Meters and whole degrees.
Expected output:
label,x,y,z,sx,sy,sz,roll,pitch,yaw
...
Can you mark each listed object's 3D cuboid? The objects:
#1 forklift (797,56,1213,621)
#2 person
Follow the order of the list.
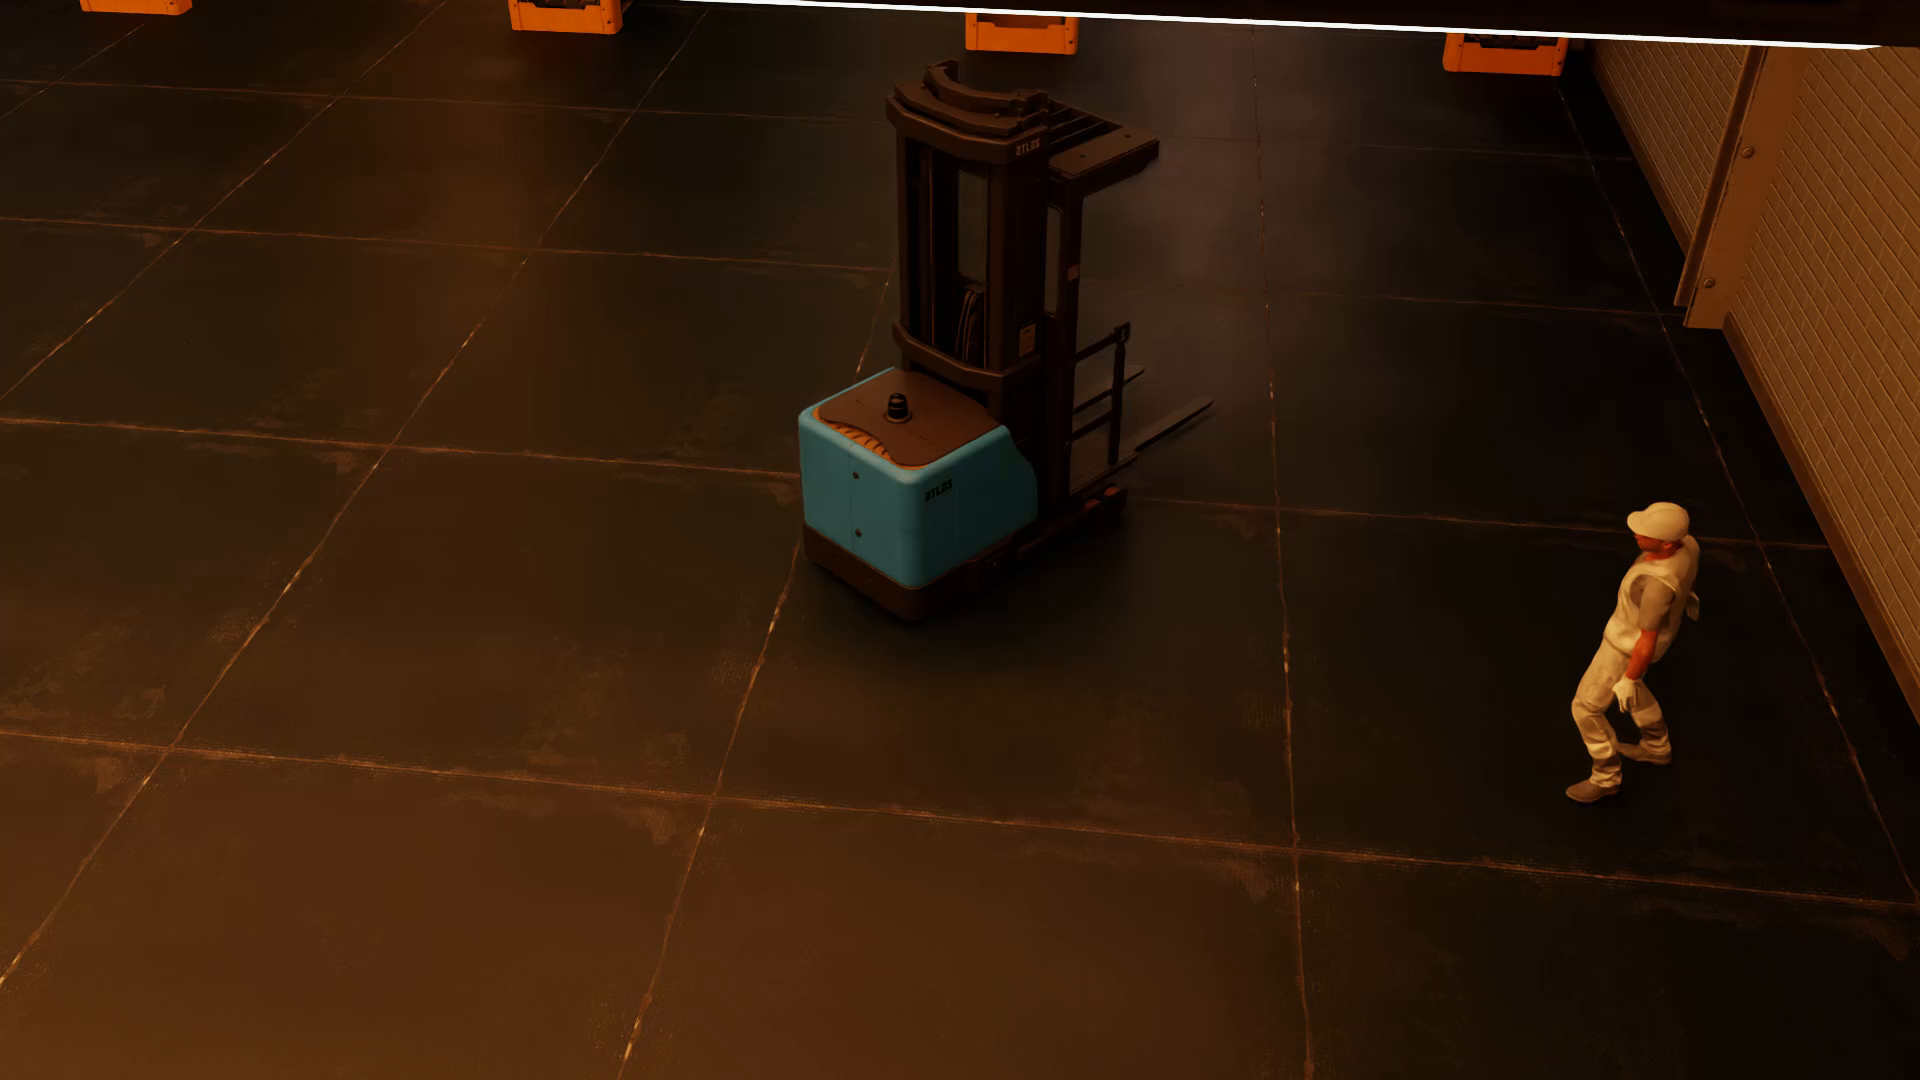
label,x,y,z,sx,sy,sz,roll,pitch,yaw
forklift,0.434,-1.474,10.029,3.031,2.935,1.130,-30,46,-35
person,3.505,0.507,8.405,0.502,1.744,0.892,25,43,30
